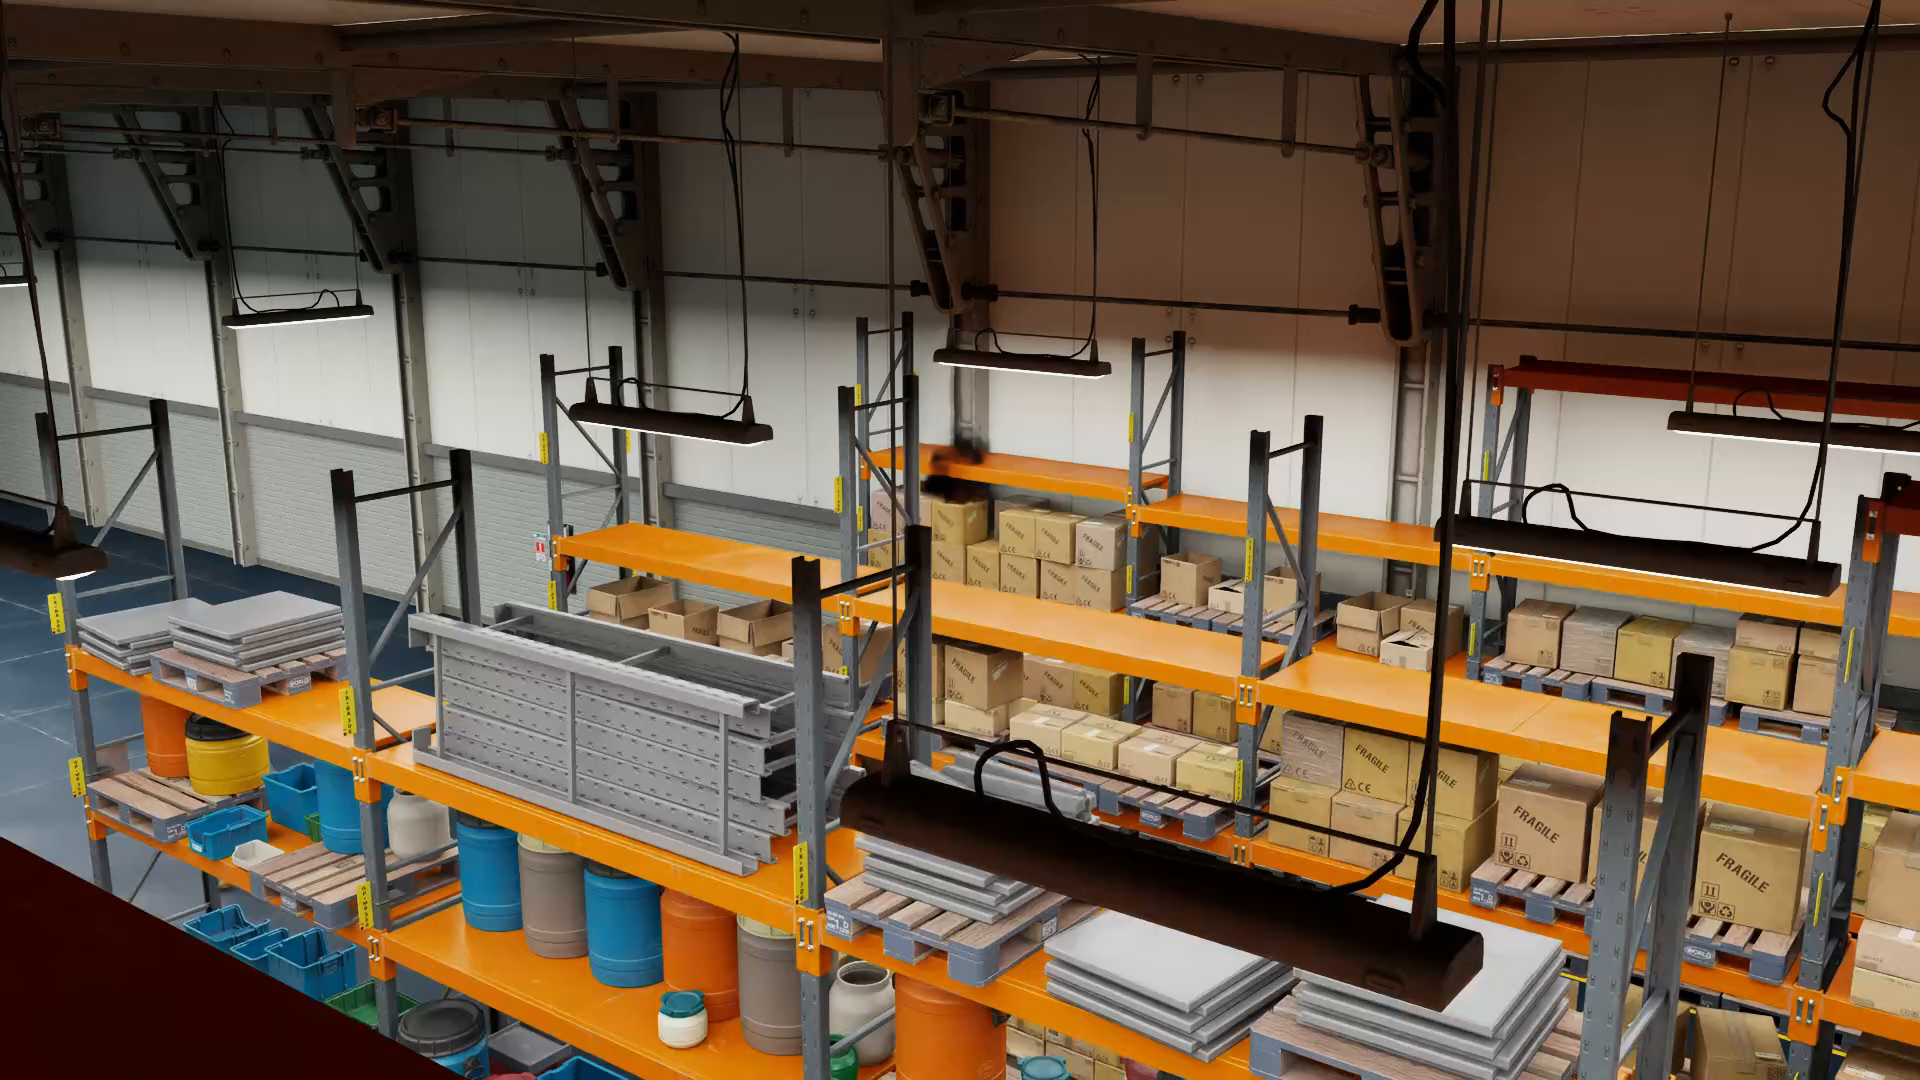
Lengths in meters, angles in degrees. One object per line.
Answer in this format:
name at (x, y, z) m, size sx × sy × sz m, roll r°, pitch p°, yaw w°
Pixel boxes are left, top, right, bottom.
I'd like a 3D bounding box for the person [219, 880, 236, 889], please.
person at (-8.013, 3.003, 18.455) m, size 0.714 × 1.749 × 0.653 m, roll -9°, pitch 16°, yaw -35°
